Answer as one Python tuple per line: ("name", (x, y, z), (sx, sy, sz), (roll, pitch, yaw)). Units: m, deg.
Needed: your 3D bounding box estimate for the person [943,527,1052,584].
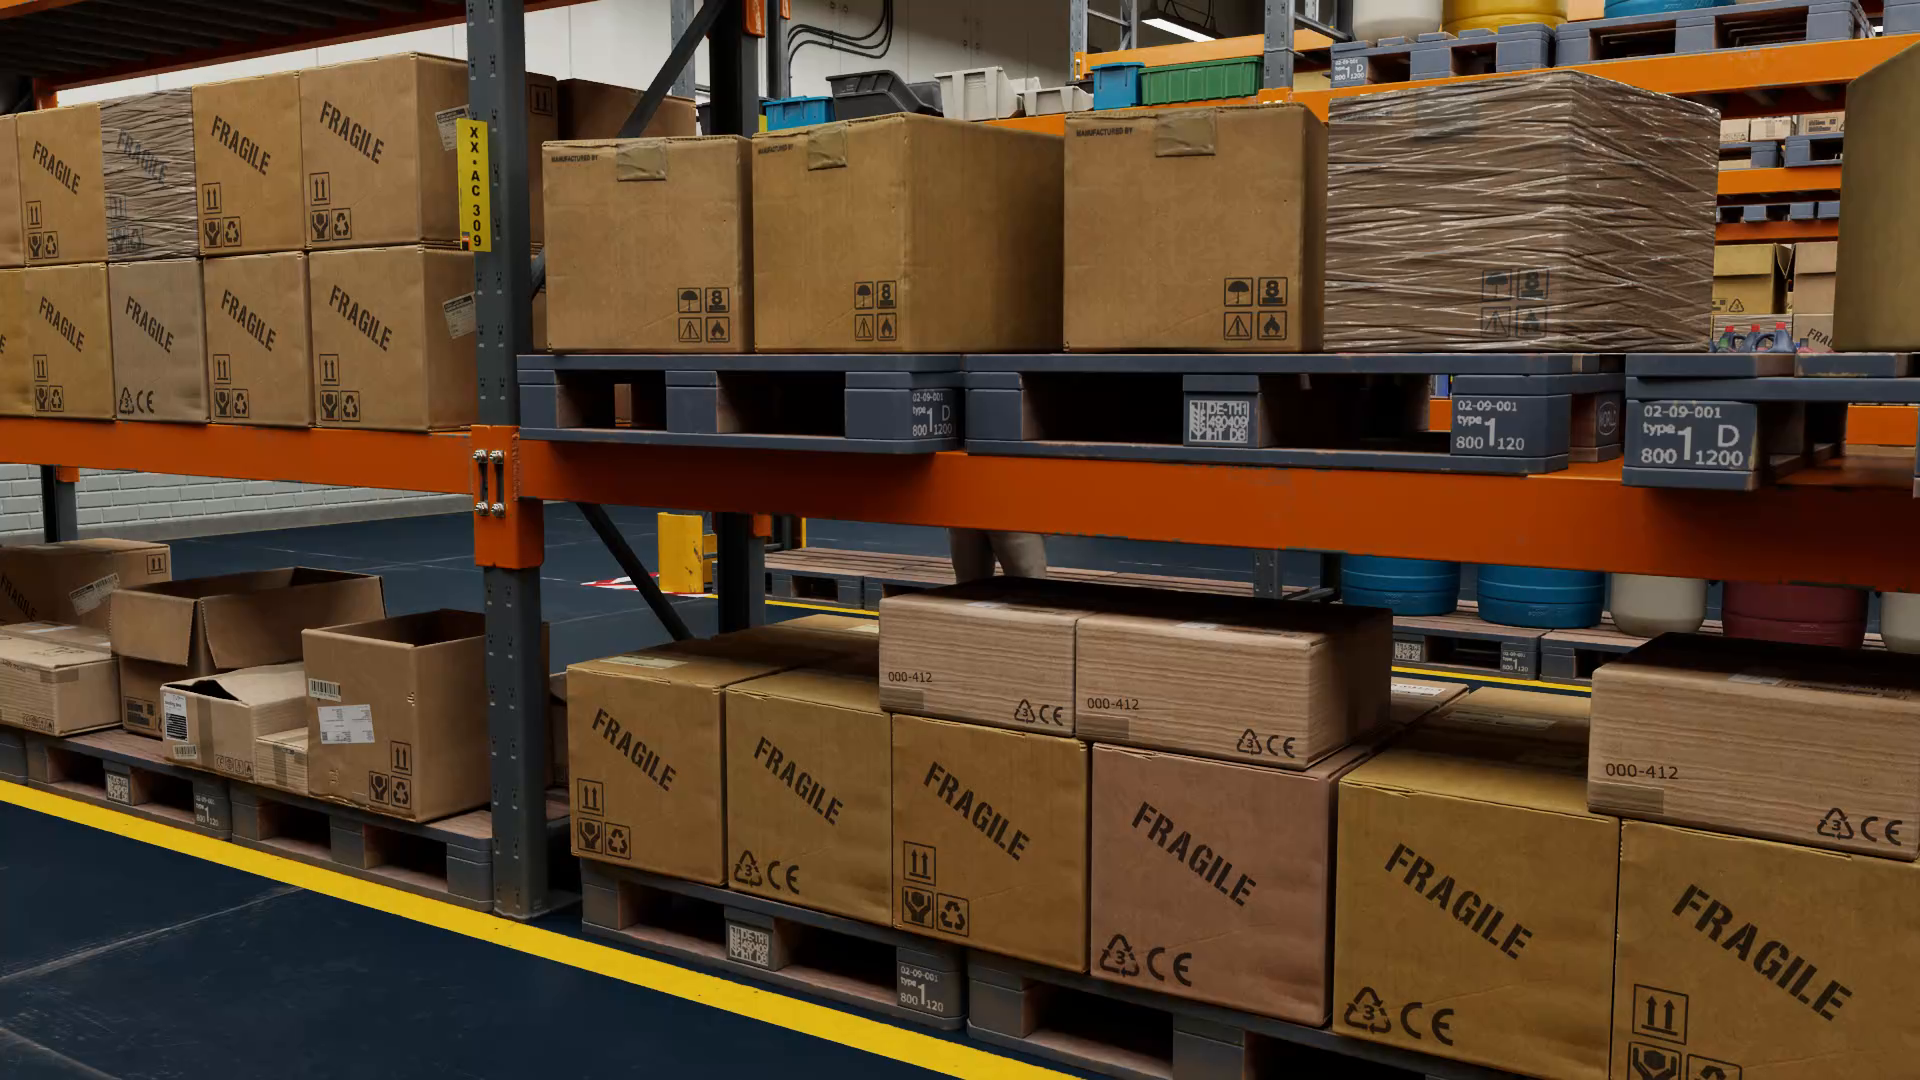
("person", (0.157, -0.157, 7.266), (0.599, 1.727, 0.390), (4, 7, 32))
